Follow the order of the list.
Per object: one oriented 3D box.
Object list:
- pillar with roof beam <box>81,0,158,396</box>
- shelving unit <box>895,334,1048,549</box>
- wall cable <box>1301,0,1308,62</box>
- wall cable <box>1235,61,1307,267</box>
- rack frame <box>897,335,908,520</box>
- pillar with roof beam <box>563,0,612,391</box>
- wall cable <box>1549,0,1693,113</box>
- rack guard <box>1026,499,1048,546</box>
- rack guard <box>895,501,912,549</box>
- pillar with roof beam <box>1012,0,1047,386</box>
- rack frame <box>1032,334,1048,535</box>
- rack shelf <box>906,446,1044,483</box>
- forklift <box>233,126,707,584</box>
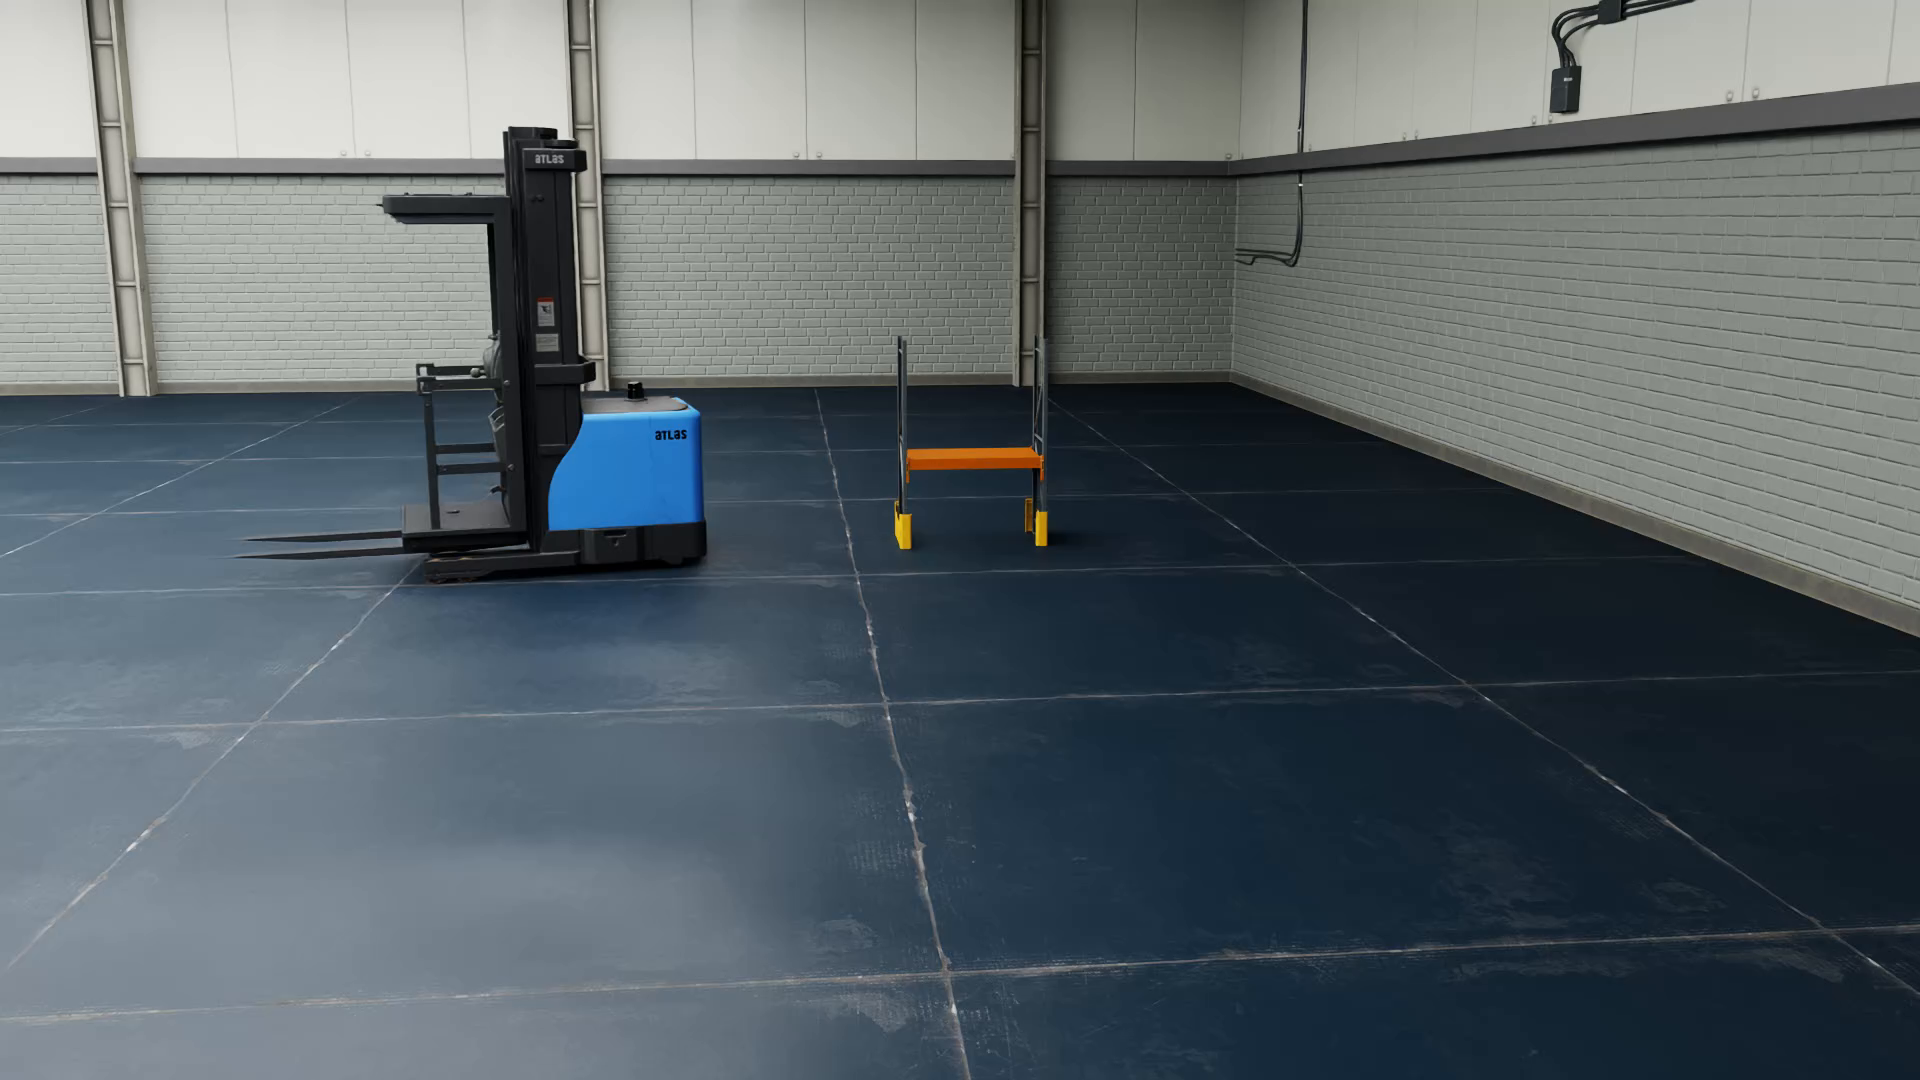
[{"bbox_3d":[-10.507,-5.530,17.167,0.400,9.000,9.100,-1,11,-6],"label":"pillar with roof beam"},{"bbox_3d":[0.076,-0.738,12.231,1.083,1.500,0.587,-1,11,-6],"label":"shelving unit"},{"bbox_3d":[4.322,-6.849,18.833,0.112,2.526,3.097,-1,11,-6],"label":"wall cable"},{"bbox_3d":[4.029,-4.889,21.959,0.112,2.526,3.097,-1,11,-6],"label":"wall cable"},{"bbox_3d":[-0.421,-0.727,12.179,0.032,1.500,0.500,-1,11,-6],"label":"rack frame"},{"bbox_3d":[-4.542,-5.655,17.802,0.400,9.000,9.100,-1,11,-6],"label":"pillar with roof beam"},{"bbox_3d":[5.039,-6.261,12.070,0.169,6.003,2.305,-1,11,-6],"label":"wall cable"},{"bbox_3d":[0.571,-0.135,12.405,0.087,0.250,0.587,-1,11,-6],"label":"rack guard"},{"bbox_3d":[-0.419,-0.114,12.299,0.087,0.250,0.587,-1,11,-6],"label":"rack guard"},{"bbox_3d":[1.423,-5.779,18.438,0.400,9.000,9.100,-1,11,-6],"label":"pillar with roof beam"},{"bbox_3d":[0.590,-0.748,12.286,0.032,1.500,0.500,-1,11,-6],"label":"rack frame"},{"bbox_3d":[0.085,-0.561,12.267,1.000,0.185,0.538,-1,11,-6],"label":"rack shelf"},{"bbox_3d":[-3.324,-1.263,11.192,3.031,2.935,1.130,-4,12,-18],"label":"forklift"}]
